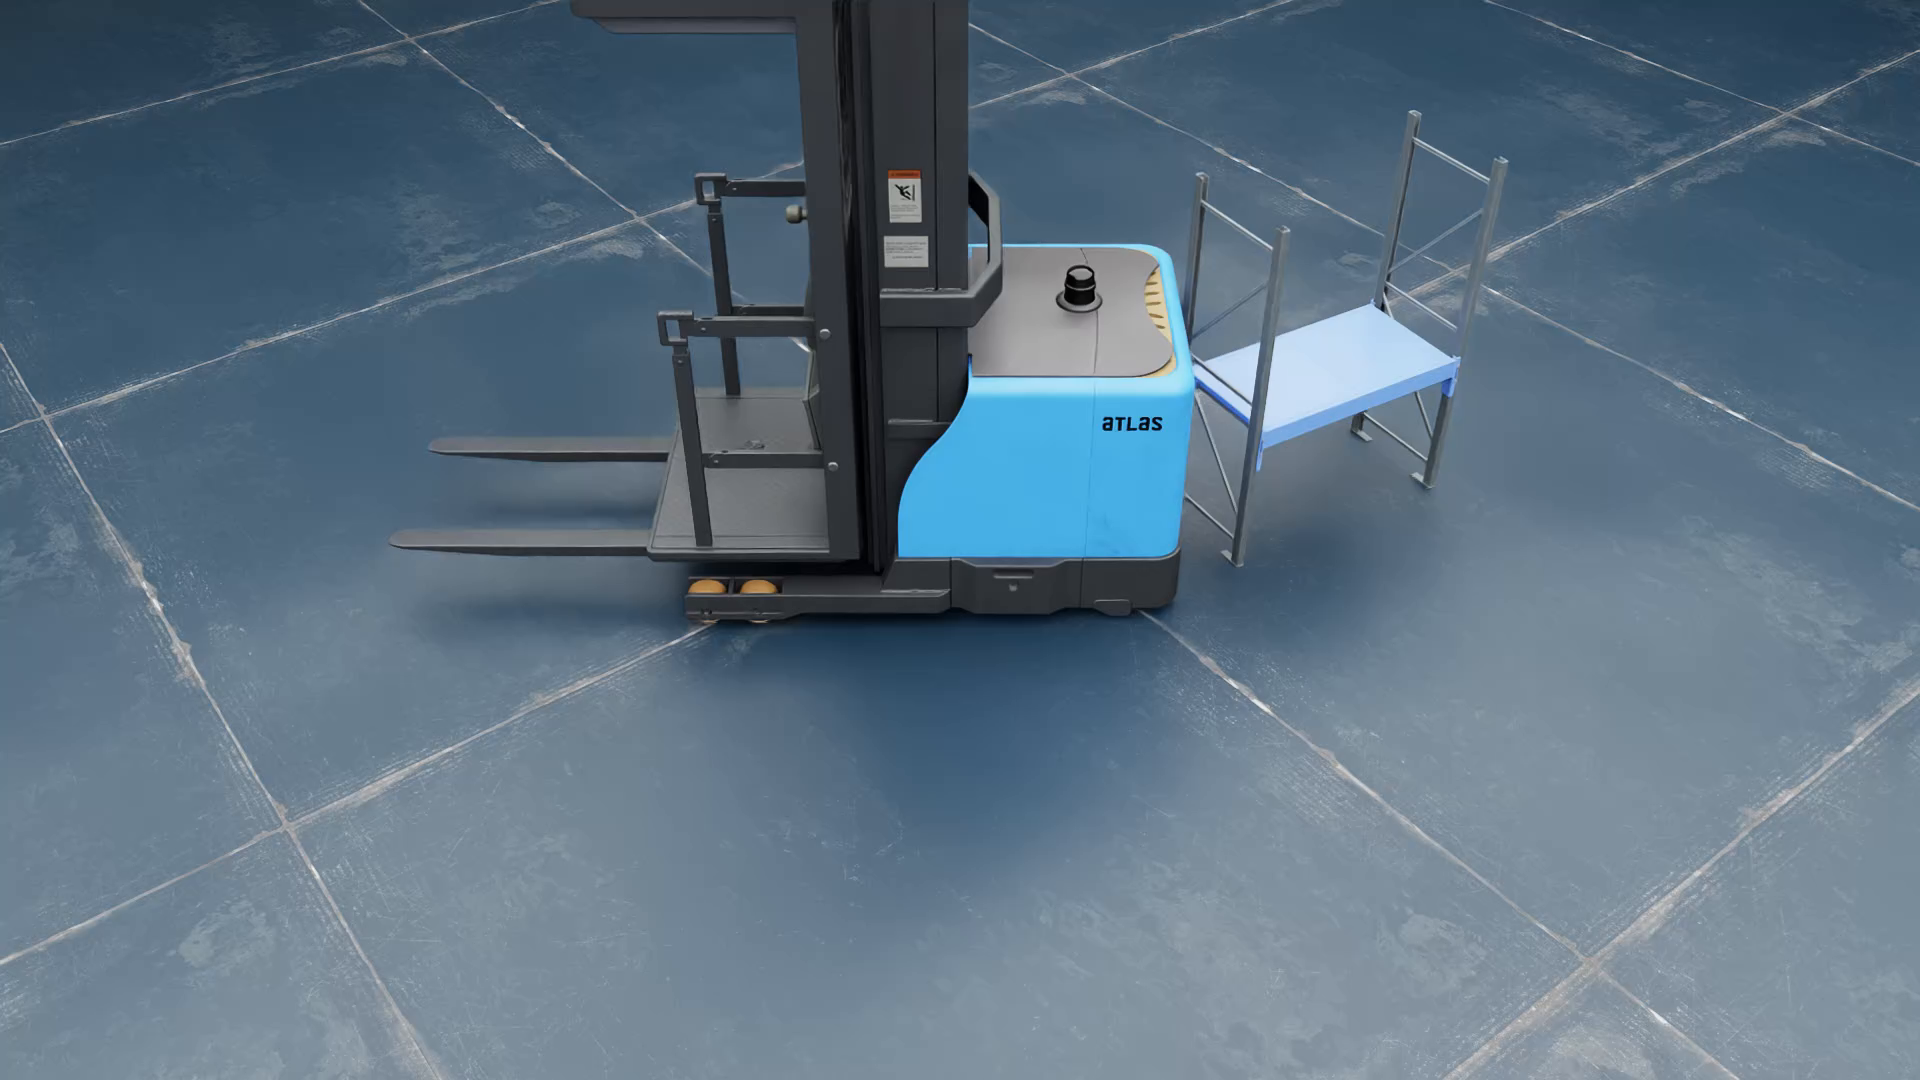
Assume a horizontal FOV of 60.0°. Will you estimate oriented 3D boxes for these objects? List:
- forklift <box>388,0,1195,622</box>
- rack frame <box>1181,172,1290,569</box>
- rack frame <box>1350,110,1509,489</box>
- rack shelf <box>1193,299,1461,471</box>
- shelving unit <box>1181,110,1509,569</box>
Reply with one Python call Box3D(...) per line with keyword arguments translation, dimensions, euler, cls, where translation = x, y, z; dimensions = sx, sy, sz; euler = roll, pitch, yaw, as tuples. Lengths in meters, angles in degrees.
Box3D(translation=(-0.680, -1.154, 5.846), dimensions=(3.031, 2.935, 1.130), euler=(0, 39, 0), cls="forklift")
Box3D(translation=(0.988, -0.607, 6.308), dimensions=(0.032, 1.500, 0.500), euler=(-21, 44, -23), cls="rack frame")
Box3D(translation=(1.864, -0.935, 6.707), dimensions=(0.032, 1.500, 0.500), euler=(-21, 44, -23), cls="rack frame")
Box3D(translation=(1.426, -0.632, 6.621), dimensions=(1.000, 0.185, 0.538), euler=(-21, 44, -23), cls="rack shelf")
Box3D(translation=(1.426, -0.771, 6.507), dimensions=(1.048, 1.500, 0.538), euler=(-21, 44, -23), cls="shelving unit")
